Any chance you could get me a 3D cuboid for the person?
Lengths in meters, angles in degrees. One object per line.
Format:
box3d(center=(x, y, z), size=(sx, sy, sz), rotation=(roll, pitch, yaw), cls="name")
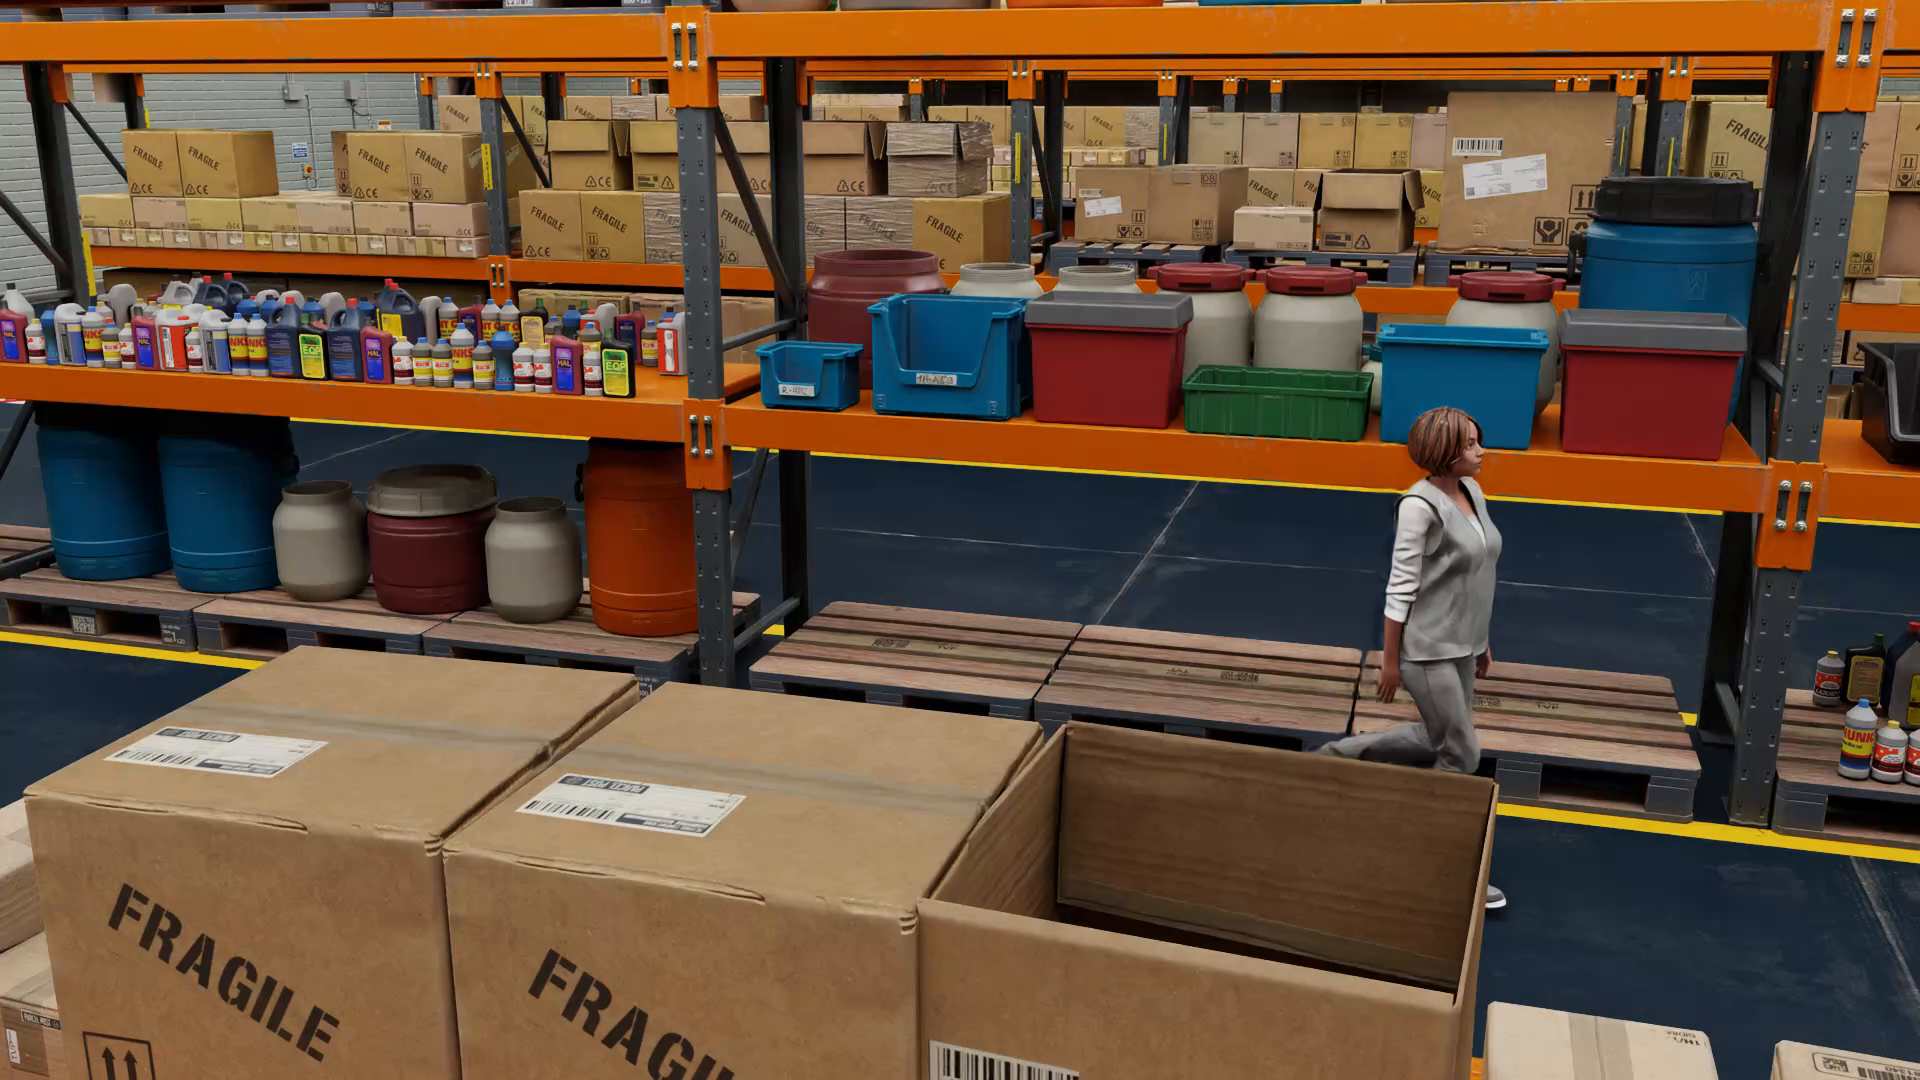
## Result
box3d(center=(1.478, 0.334, 5.327), size=(0.765, 1.571, 0.433), rotation=(13, 20, 40), cls="person")
